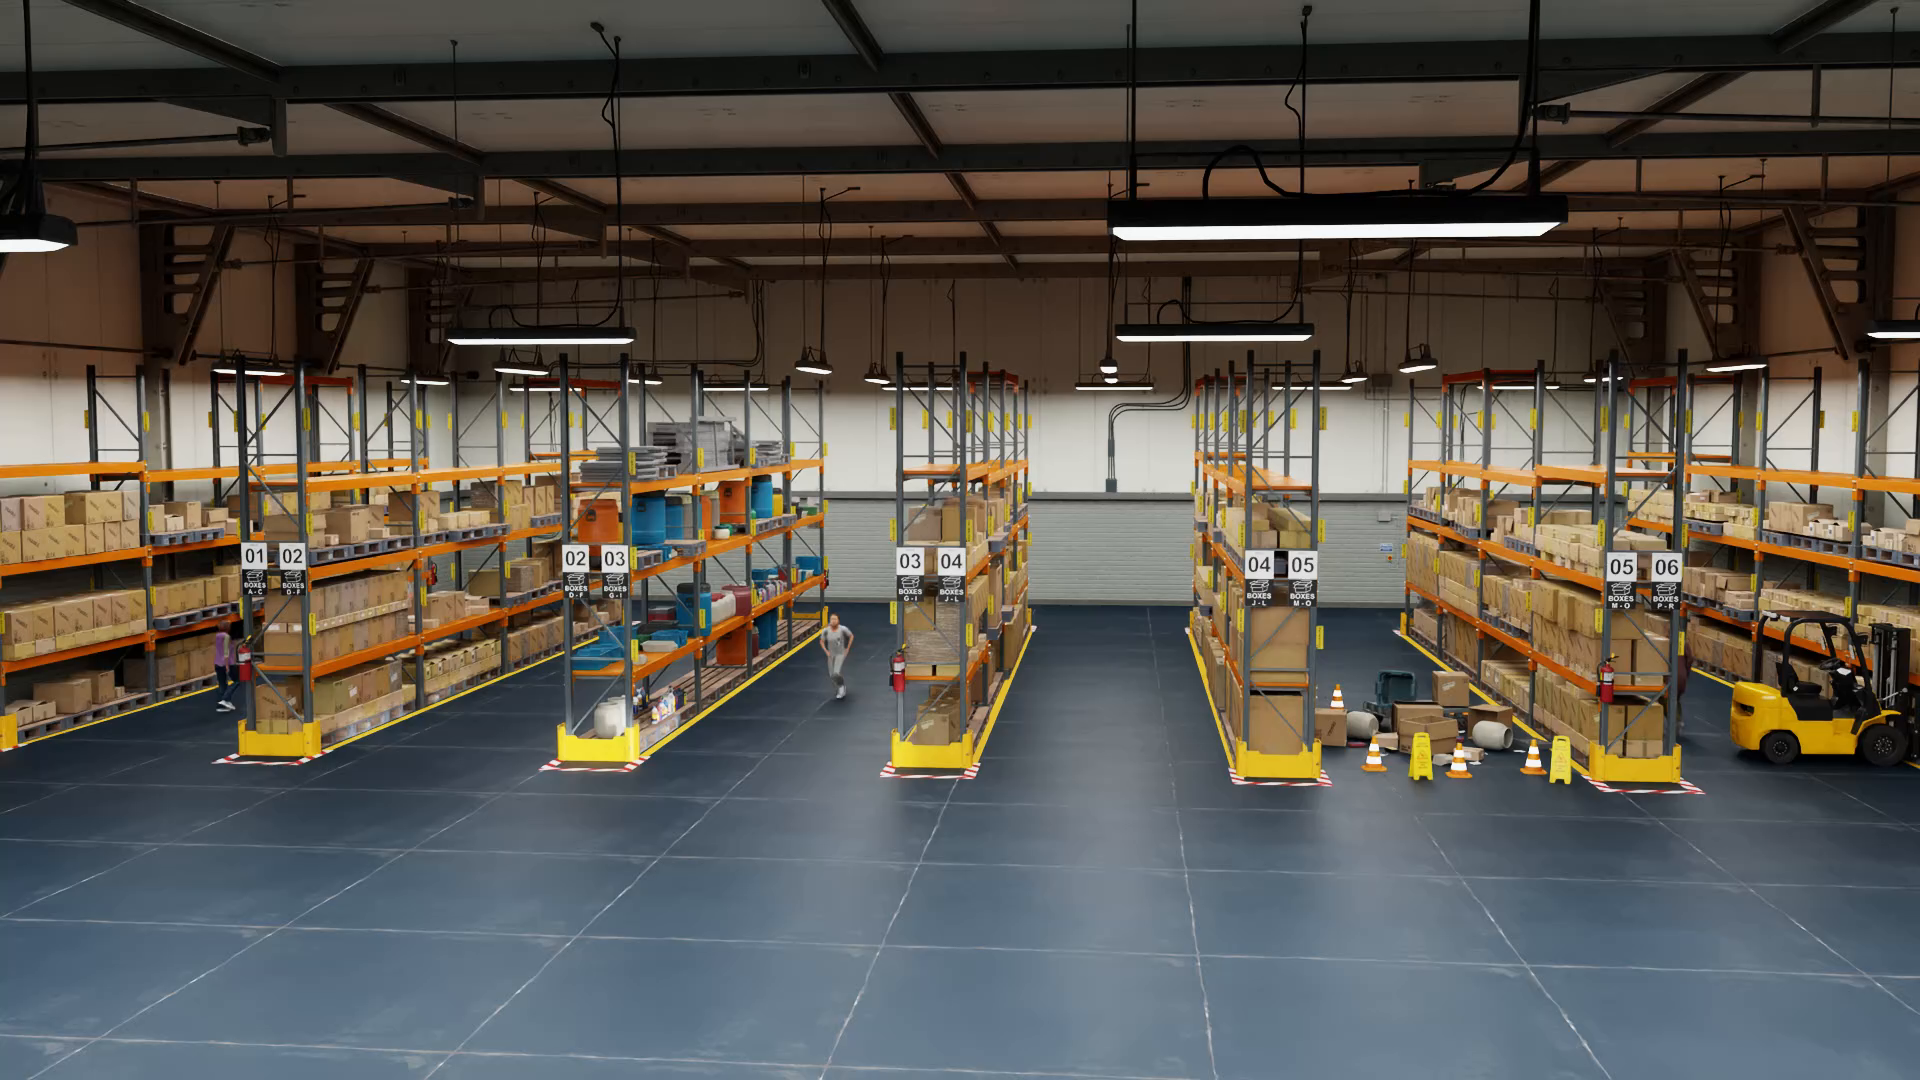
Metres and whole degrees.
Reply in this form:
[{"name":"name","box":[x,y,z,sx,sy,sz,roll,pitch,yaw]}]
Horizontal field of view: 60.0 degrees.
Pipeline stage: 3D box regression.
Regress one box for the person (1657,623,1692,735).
[{"name":"person","box":[11.518,2.235,26.730,0.671,1.771,0.627,-1,4,-19]}]

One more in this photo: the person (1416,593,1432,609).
[{"name":"person","box":[11.266,1.330,40.171,0.504,1.686,0.443,1,4,13]}]

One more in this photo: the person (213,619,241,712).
[{"name":"person","box":[-12.673,2.161,28.617,0.429,1.583,0.439,2,4,21]}]

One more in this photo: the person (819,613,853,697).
[{"name":"person","box":[-2.220,2.081,29.963,0.551,1.581,0.760,1,4,15]}]

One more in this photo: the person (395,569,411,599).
[{"name":"person","box":[-12.452,1.495,36.836,0.626,1.717,1.101,0,4,1]}]
